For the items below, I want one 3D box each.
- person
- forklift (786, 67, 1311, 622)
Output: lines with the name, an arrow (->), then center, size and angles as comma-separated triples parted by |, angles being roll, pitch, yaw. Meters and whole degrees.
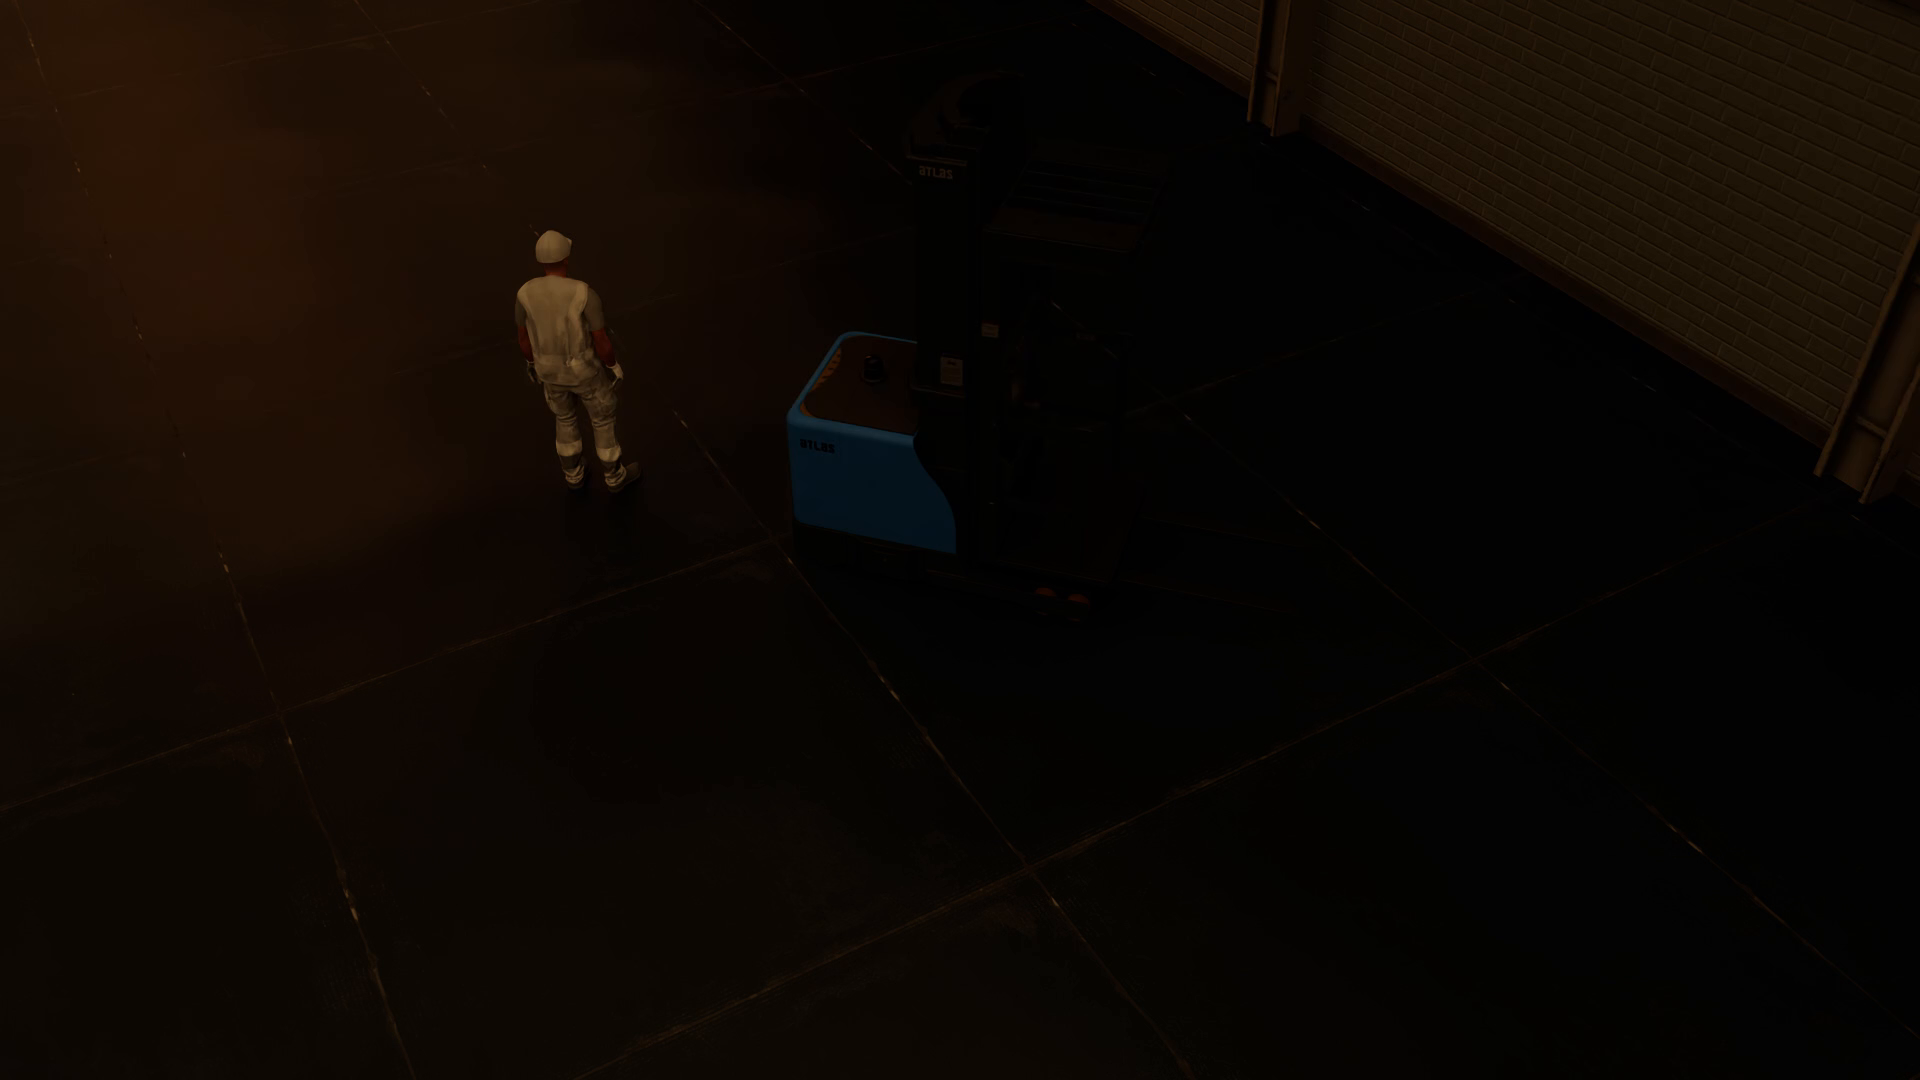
person -> -2.378, -1.067, 10.229 | 0.612, 1.778, 0.451 | 6, 40, 7
forklift -> 0.561, -1.030, 9.278 | 3.031, 2.935, 1.130 | 11, 41, 13
